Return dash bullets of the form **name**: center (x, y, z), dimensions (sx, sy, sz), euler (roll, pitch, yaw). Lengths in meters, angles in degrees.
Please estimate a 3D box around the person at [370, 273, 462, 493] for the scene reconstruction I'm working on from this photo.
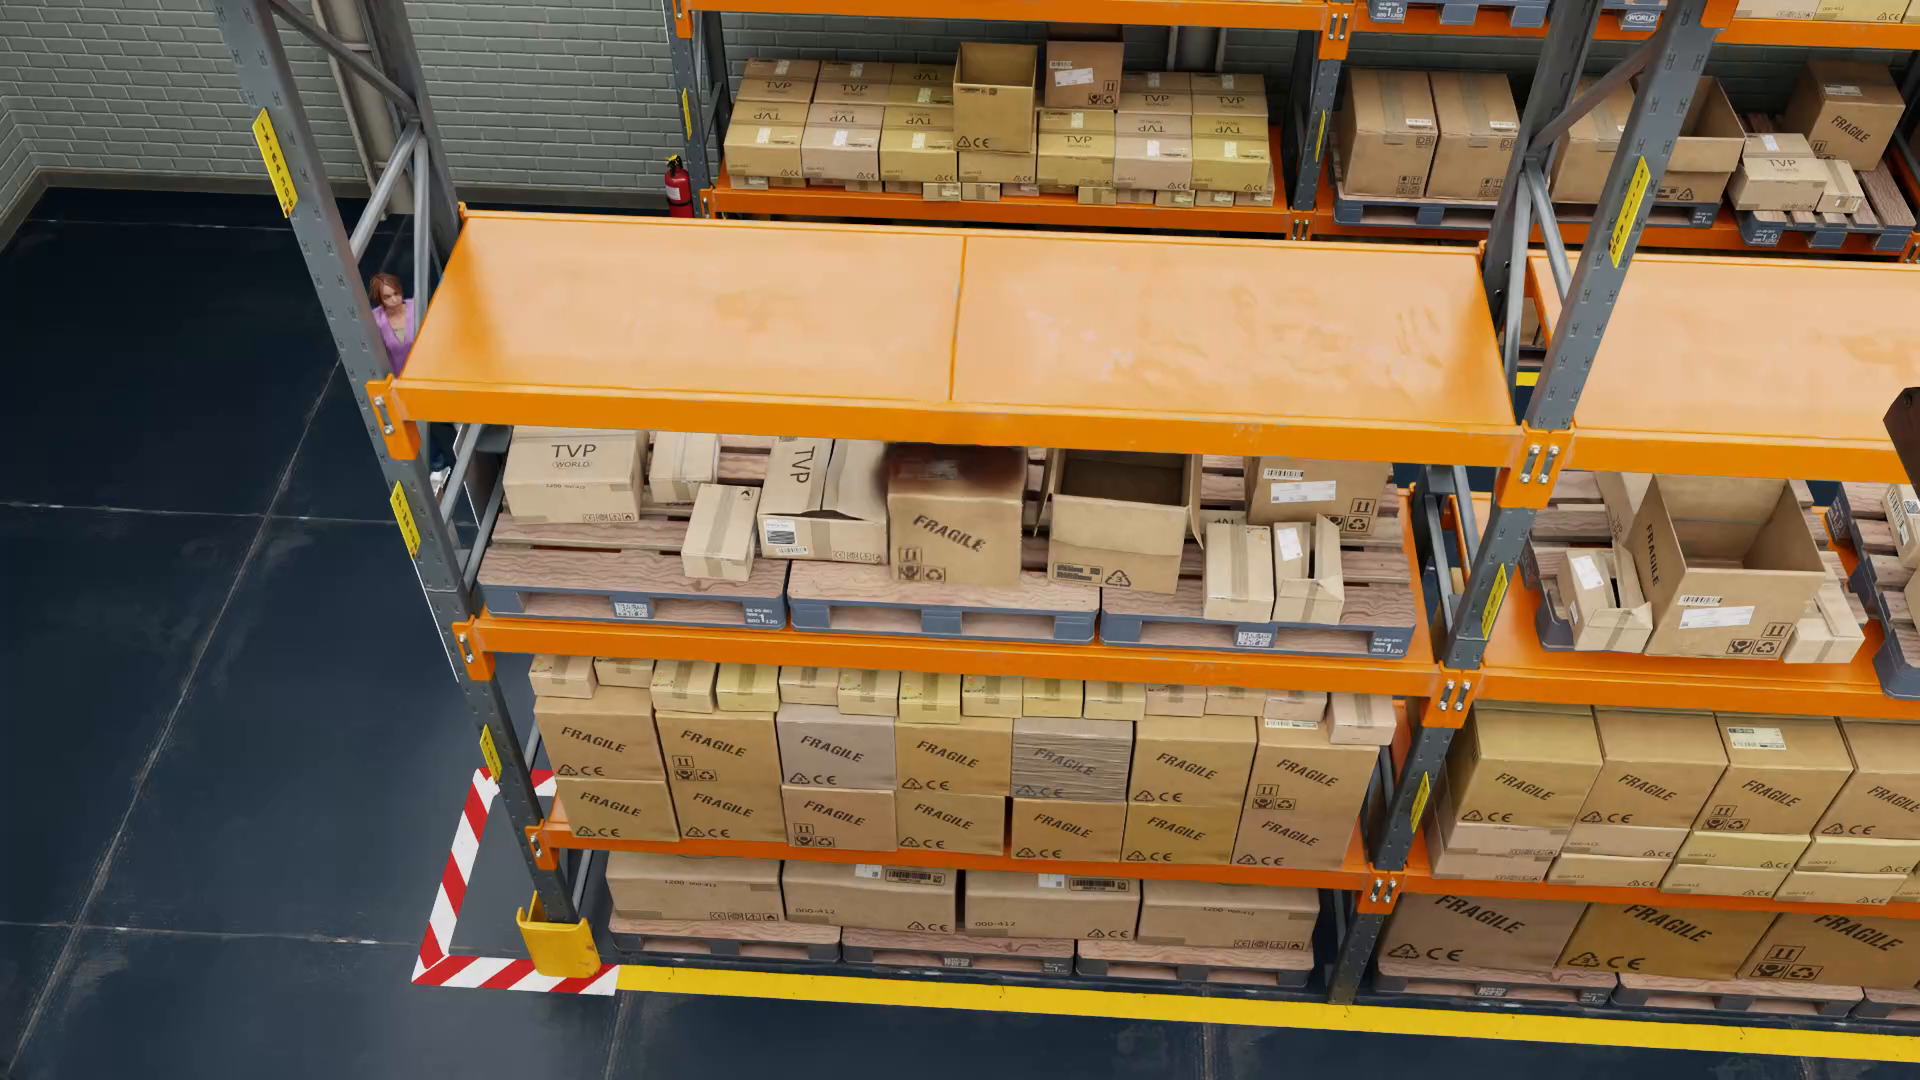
- **person**: center (-3.464, -1.078, 10.648), dimensions (0.467, 1.553, 0.724), euler (-4, 48, -3)
